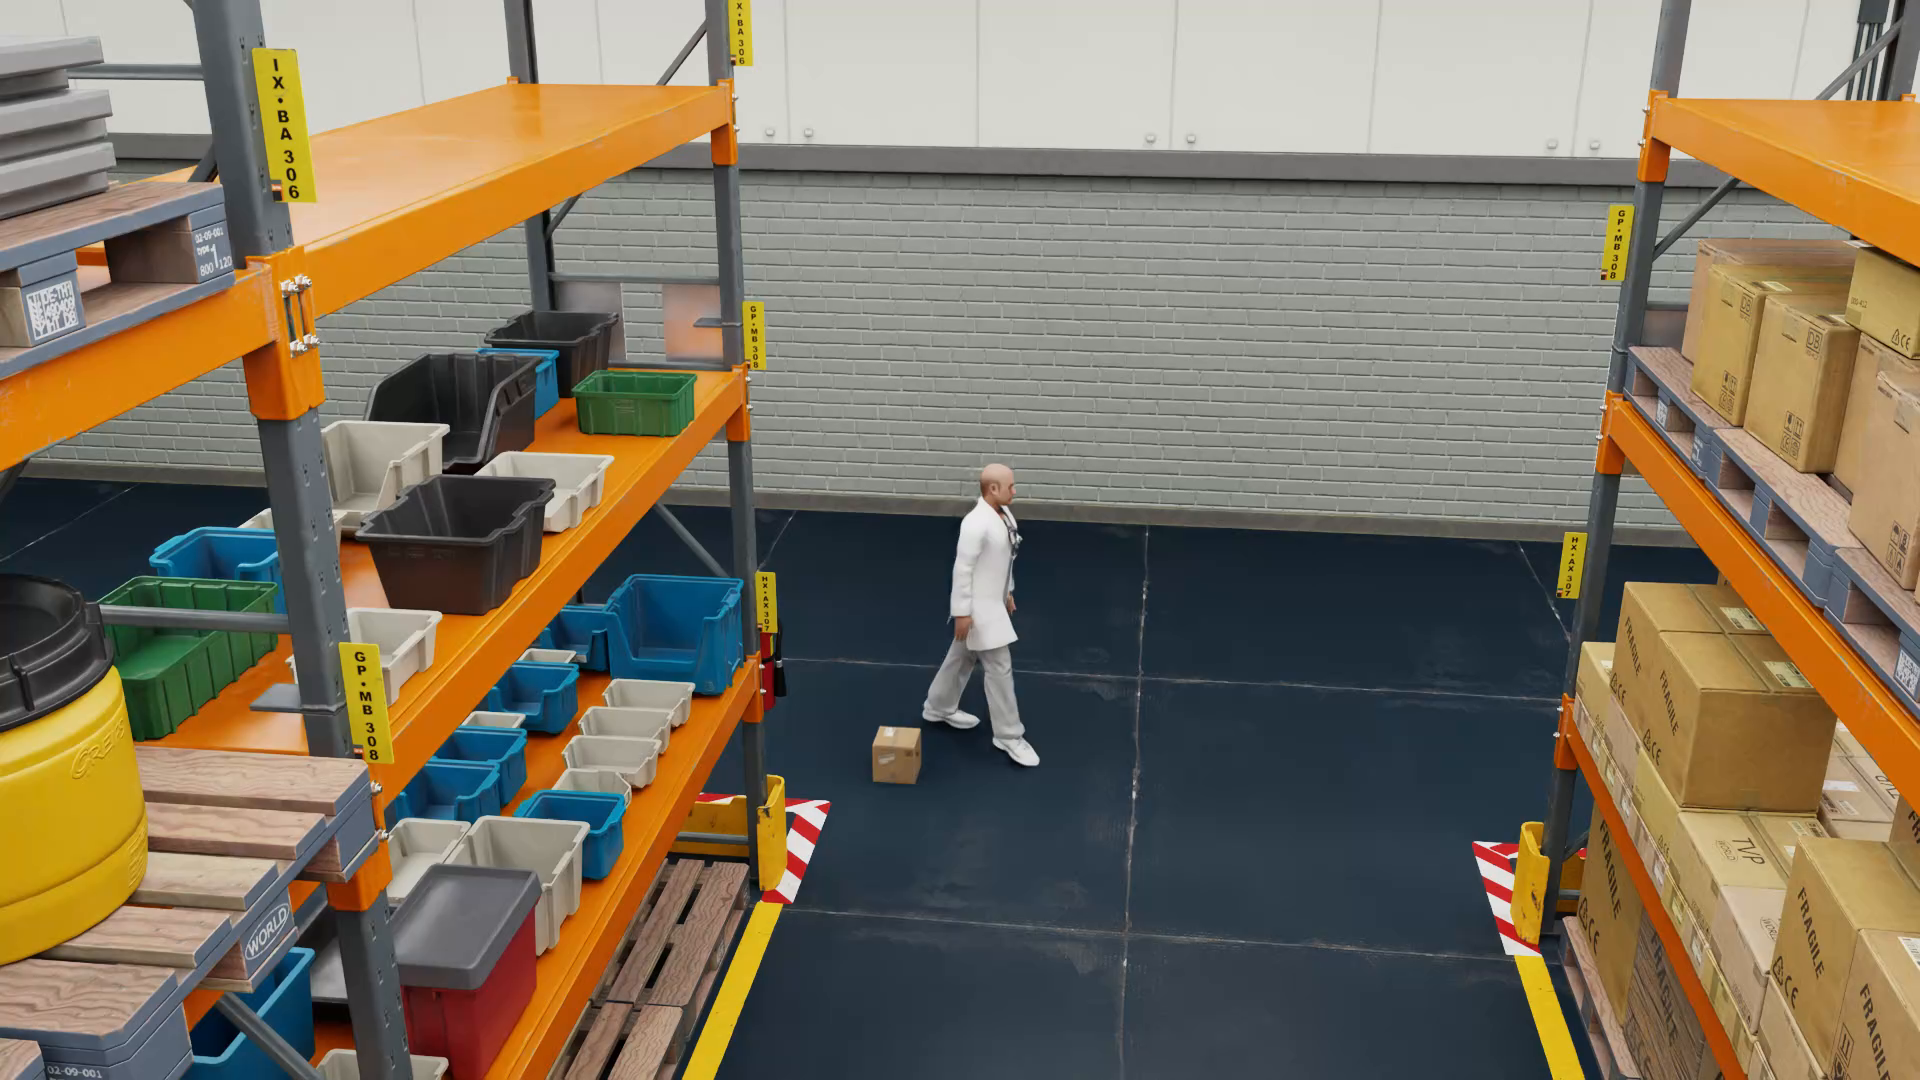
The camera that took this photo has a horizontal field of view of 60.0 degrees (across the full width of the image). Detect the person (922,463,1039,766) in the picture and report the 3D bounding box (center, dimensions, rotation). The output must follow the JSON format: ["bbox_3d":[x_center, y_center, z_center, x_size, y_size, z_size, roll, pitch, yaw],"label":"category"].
[{"bbox_3d":[0.148,0.399,10.047,0.835,1.779,0.648,5,22,14],"label":"person"}]
